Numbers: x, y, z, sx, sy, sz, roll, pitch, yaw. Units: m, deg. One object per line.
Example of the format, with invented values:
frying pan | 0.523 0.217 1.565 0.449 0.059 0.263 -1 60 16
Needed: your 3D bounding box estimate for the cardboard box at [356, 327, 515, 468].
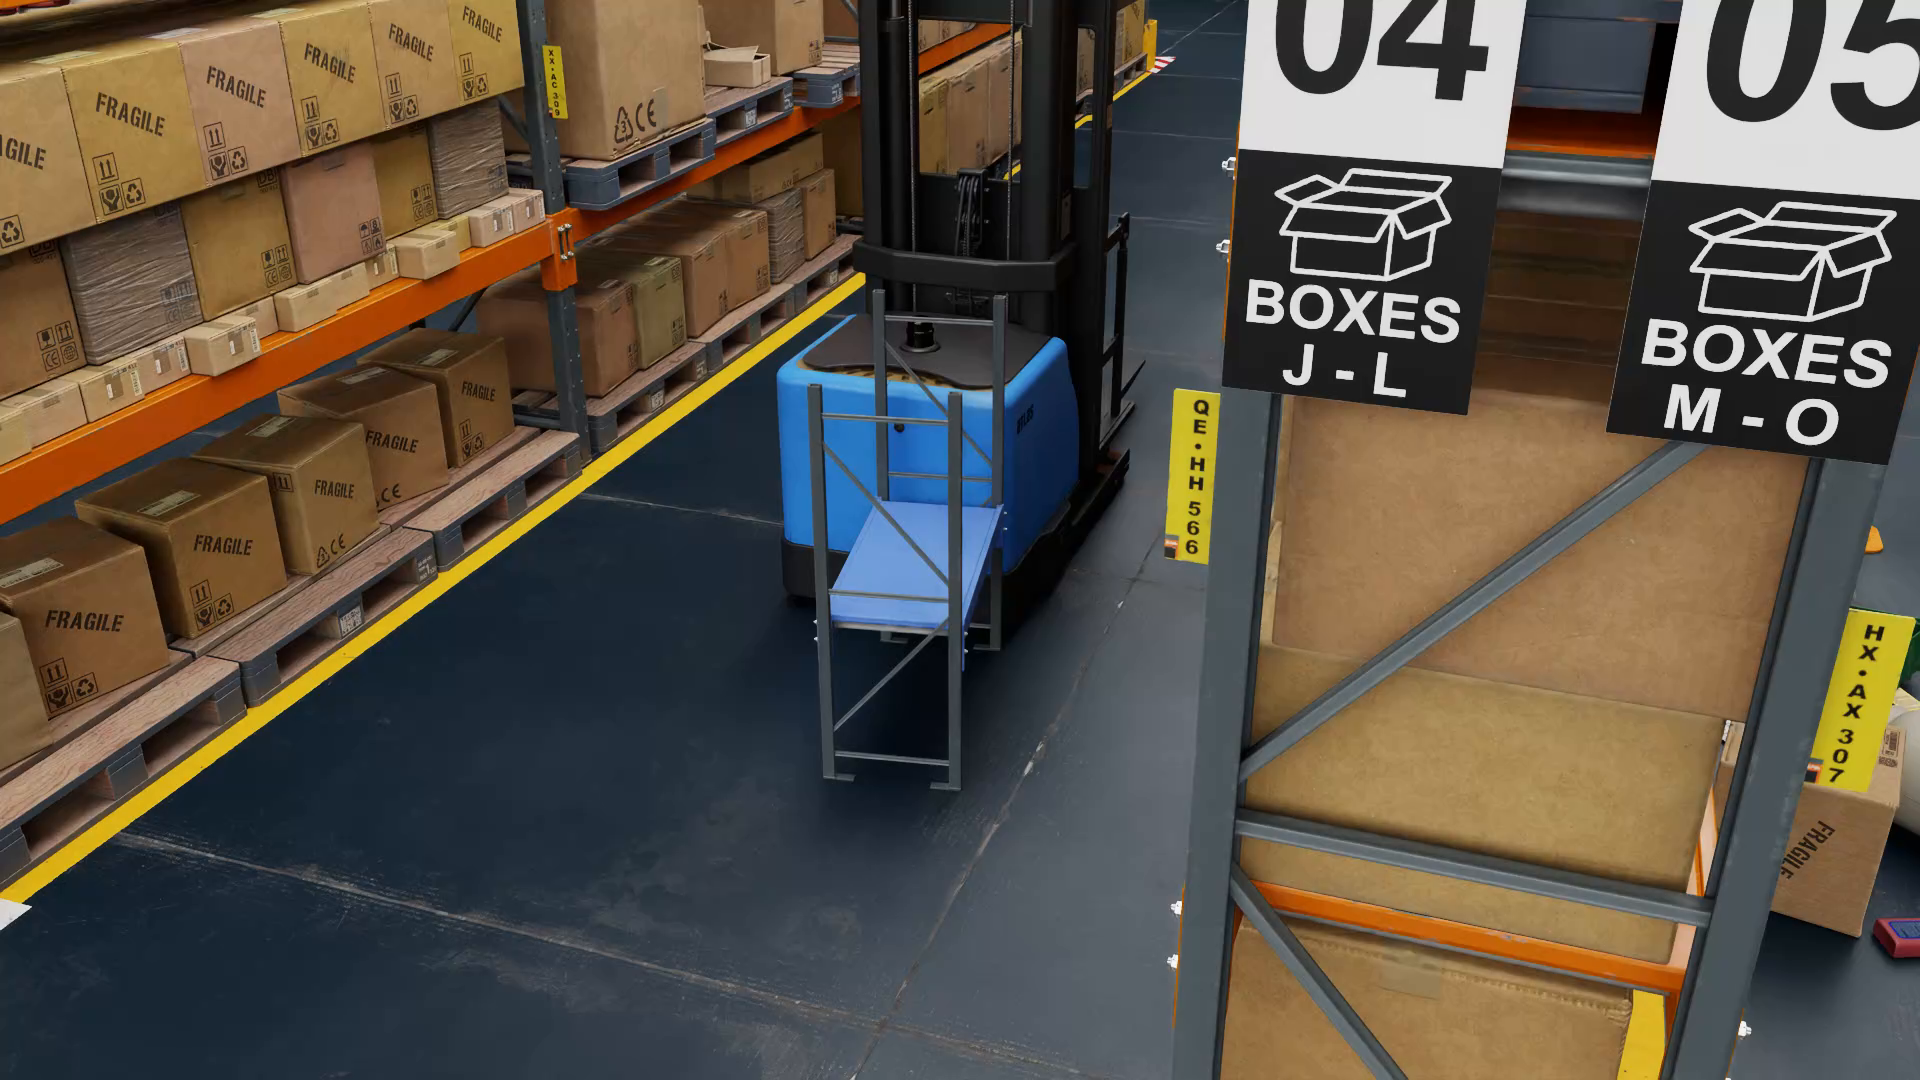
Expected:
cardboard box | -2.559 -0.706 8.152 0.500 0.500 0.500 8 27 16

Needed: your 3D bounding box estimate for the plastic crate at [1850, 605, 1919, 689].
plastic crate | 3.433 0.462 6.515 0.662 0.188 0.450 -20 23 -36

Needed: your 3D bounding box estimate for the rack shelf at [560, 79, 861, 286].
rack shelf | -1.722 -2.298 9.880 1.077 0.370 4.000 9 27 17

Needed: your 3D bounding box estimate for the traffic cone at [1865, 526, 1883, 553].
traffic cone | 4.126 -0.230 7.694 0.336 0.463 0.334 9 27 17

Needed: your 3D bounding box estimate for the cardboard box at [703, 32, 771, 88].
cardboard box | -1.357 -2.848 9.863 0.396 0.266 0.258 8 27 16

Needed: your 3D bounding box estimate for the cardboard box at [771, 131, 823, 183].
cardboard box | -1.251 -2.575 11.129 0.500 0.250 0.500 10 28 20

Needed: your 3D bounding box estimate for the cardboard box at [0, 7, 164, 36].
cardboard box | -3.265 -1.663 6.139 0.500 0.500 0.500 9 27 17

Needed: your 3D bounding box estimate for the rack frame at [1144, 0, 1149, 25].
rack frame | 1.606 -6.732 18.211 1.000 3.000 0.127 9 27 17

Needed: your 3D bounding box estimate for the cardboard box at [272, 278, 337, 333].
cardboard box | -2.695 -0.942 6.542 0.380 0.149 0.250 9 27 17

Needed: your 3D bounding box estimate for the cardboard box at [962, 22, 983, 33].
cardboard box | -0.133 -4.278 13.028 0.500 0.500 0.500 9 27 18

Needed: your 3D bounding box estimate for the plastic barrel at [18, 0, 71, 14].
plastic barrel | -6.145 -3.420 11.216 0.433 0.535 0.433 0 26 0

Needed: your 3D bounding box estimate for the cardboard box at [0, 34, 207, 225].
cardboard box | -2.941 -1.382 5.559 0.500 0.500 0.500 9 27 17

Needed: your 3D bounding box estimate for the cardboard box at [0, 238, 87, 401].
cardboard box | -3.457 -0.780 5.463 0.875 0.500 0.500 9 27 17

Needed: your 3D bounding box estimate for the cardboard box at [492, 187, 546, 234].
cardboard box | -2.182 -1.556 7.810 0.380 0.149 0.250 9 27 17

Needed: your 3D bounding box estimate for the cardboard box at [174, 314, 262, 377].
cardboard box | -2.809 -0.728 6.100 0.380 0.149 0.250 9 27 17

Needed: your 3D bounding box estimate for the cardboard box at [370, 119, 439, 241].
cardboard box | -2.795 -1.603 7.162 0.875 0.500 0.500 9 27 17

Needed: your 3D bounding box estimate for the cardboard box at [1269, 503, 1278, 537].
cardboard box | 1.168 0.149 3.829 0.875 0.550 0.550 9 27 17

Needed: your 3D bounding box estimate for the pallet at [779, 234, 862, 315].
pallet | -1.318 -1.868 11.366 1.003 0.211 1.213 9 27 17

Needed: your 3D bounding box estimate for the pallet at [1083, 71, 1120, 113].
pallet | 1.006 -4.637 17.085 1.003 0.211 1.213 9 27 17

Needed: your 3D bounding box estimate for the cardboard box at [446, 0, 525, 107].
cardboard box | -2.278 -2.204 7.257 0.500 0.500 0.500 9 27 17

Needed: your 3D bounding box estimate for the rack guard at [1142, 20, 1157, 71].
rack guard | 1.614 -5.616 18.776 1.175 0.500 0.348 9 27 17

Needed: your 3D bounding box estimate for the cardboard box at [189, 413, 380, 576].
cardboard box | -2.875 -0.203 7.113 0.500 0.500 0.500 6 27 13

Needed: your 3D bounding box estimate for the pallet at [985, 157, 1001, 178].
pallet | -0.316 -3.002 13.707 1.003 0.211 1.213 9 27 17

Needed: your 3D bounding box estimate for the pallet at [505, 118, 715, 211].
pallet | -1.996 -2.007 8.673 1.003 0.211 1.213 9 27 17

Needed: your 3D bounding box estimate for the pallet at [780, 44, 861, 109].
pallet | -1.193 -3.049 10.826 1.213 0.211 1.003 9 27 17

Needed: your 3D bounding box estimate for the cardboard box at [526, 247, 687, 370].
cardboard box | -1.987 -1.316 9.389 0.700 0.500 0.500 9 27 17

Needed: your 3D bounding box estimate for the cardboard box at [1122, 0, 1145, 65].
cardboard box | 1.468 -5.690 18.016 0.875 0.875 0.875 9 27 17

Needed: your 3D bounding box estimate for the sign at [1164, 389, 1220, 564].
sign | 0.418 -0.108 2.930 0.100 0.325 0.005 9 27 17

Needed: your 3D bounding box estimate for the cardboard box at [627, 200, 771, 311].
cardboard box | -1.615 -1.775 10.338 0.700 0.500 0.500 11 28 22

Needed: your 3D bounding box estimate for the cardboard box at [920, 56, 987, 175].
cardboard box | -0.504 -3.323 13.126 1.225 0.875 0.875 9 27 18

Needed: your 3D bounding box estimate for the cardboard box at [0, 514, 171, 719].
cardboard box | -3.329 0.275 6.127 0.500 0.500 0.500 17 30 31

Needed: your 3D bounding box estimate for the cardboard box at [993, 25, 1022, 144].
cardboard box | 0.080 -4.055 14.639 1.225 0.875 0.875 9 27 18

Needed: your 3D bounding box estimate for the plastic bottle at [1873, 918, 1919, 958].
plastic bottle | 2.999 1.229 5.141 0.283 0.061 0.133 0 26 -1

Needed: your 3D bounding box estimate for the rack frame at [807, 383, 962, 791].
rack frame | -0.241 0.194 5.629 0.500 1.500 0.032 4 26 8

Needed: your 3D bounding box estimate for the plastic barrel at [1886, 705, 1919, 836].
plastic barrel | 3.325 0.809 5.594 0.421 0.421 0.512 -14 29 -27

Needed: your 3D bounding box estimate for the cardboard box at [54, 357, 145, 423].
cardboard box | -3.047 -0.534 5.699 0.380 0.149 0.250 9 27 17

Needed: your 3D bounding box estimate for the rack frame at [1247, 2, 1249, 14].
rack frame | 0.925 -2.096 1.752 1.000 3.000 0.127 9 27 17

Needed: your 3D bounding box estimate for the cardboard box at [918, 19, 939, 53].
cardboard box | -0.469 -3.862 12.169 0.500 0.500 0.500 8 27 16

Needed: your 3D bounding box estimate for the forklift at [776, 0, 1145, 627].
forklift | 0.213 -1.578 7.645 1.130 2.935 3.031 9 27 18

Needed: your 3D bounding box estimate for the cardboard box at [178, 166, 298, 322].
cardboard box | -3.072 -1.183 6.296 0.875 0.500 0.500 9 27 17

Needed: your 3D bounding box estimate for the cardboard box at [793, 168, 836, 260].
cardboard box | -1.261 -2.239 11.295 0.700 0.500 0.500 7 27 15

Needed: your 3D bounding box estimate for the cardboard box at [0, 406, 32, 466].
cardboard box | -3.201 -0.327 5.271 0.380 0.149 0.250 9 27 17

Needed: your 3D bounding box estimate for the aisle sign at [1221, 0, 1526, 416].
aisle sign | 0.618 -0.580 2.523 0.394 0.787 0.004 9 27 17

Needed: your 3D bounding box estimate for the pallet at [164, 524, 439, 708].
pallet | -2.982 0.239 7.014 1.003 0.211 1.213 9 27 17

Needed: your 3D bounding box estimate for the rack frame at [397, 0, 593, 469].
rack frame | -2.388 -1.800 8.026 1.000 3.000 0.127 9 27 17

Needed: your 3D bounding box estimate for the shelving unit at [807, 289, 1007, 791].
shelving unit | -0.160 -0.025 6.080 0.538 1.500 1.048 4 26 8

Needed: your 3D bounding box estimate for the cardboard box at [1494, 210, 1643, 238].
cardboard box | 1.495 -0.546 4.024 0.875 0.550 0.550 9 27 17

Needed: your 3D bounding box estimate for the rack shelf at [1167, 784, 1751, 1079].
rack shelf | 1.590 0.106 4.914 1.077 0.370 4.000 9 27 17

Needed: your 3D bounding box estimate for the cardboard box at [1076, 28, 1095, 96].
cardboard box | 0.869 -4.950 16.488 0.875 0.875 0.875 9 27 17

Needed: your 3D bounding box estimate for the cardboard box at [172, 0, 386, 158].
cardboard box | -2.610 -1.793 6.408 0.500 0.500 0.500 9 27 17

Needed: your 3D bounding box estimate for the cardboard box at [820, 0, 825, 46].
cardboard box | -1.199 -3.450 10.838 0.500 0.500 0.500 5 26 11

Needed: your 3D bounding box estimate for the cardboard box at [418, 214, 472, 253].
cardboard box | -2.414 -1.361 7.407 0.380 0.149 0.250 9 27 17

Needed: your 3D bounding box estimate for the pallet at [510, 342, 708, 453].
pallet | -2.130 -0.865 9.295 1.003 0.211 1.213 9 27 17

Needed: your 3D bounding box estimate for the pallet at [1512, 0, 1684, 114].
pallet | 1.162 -1.012 3.058 1.003 0.211 1.213 9 27 17

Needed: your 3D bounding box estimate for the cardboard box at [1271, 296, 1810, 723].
cardboard box | 1.085 -0.096 3.095 0.875 0.550 0.550 9 27 17

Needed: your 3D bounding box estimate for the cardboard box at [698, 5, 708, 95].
cardboard box | -1.898 -2.762 9.411 0.797 0.503 0.637 12 28 23

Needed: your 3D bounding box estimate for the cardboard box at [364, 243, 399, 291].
cardboard box | -2.600 -1.158 6.989 0.380 0.149 0.250 9 27 17
